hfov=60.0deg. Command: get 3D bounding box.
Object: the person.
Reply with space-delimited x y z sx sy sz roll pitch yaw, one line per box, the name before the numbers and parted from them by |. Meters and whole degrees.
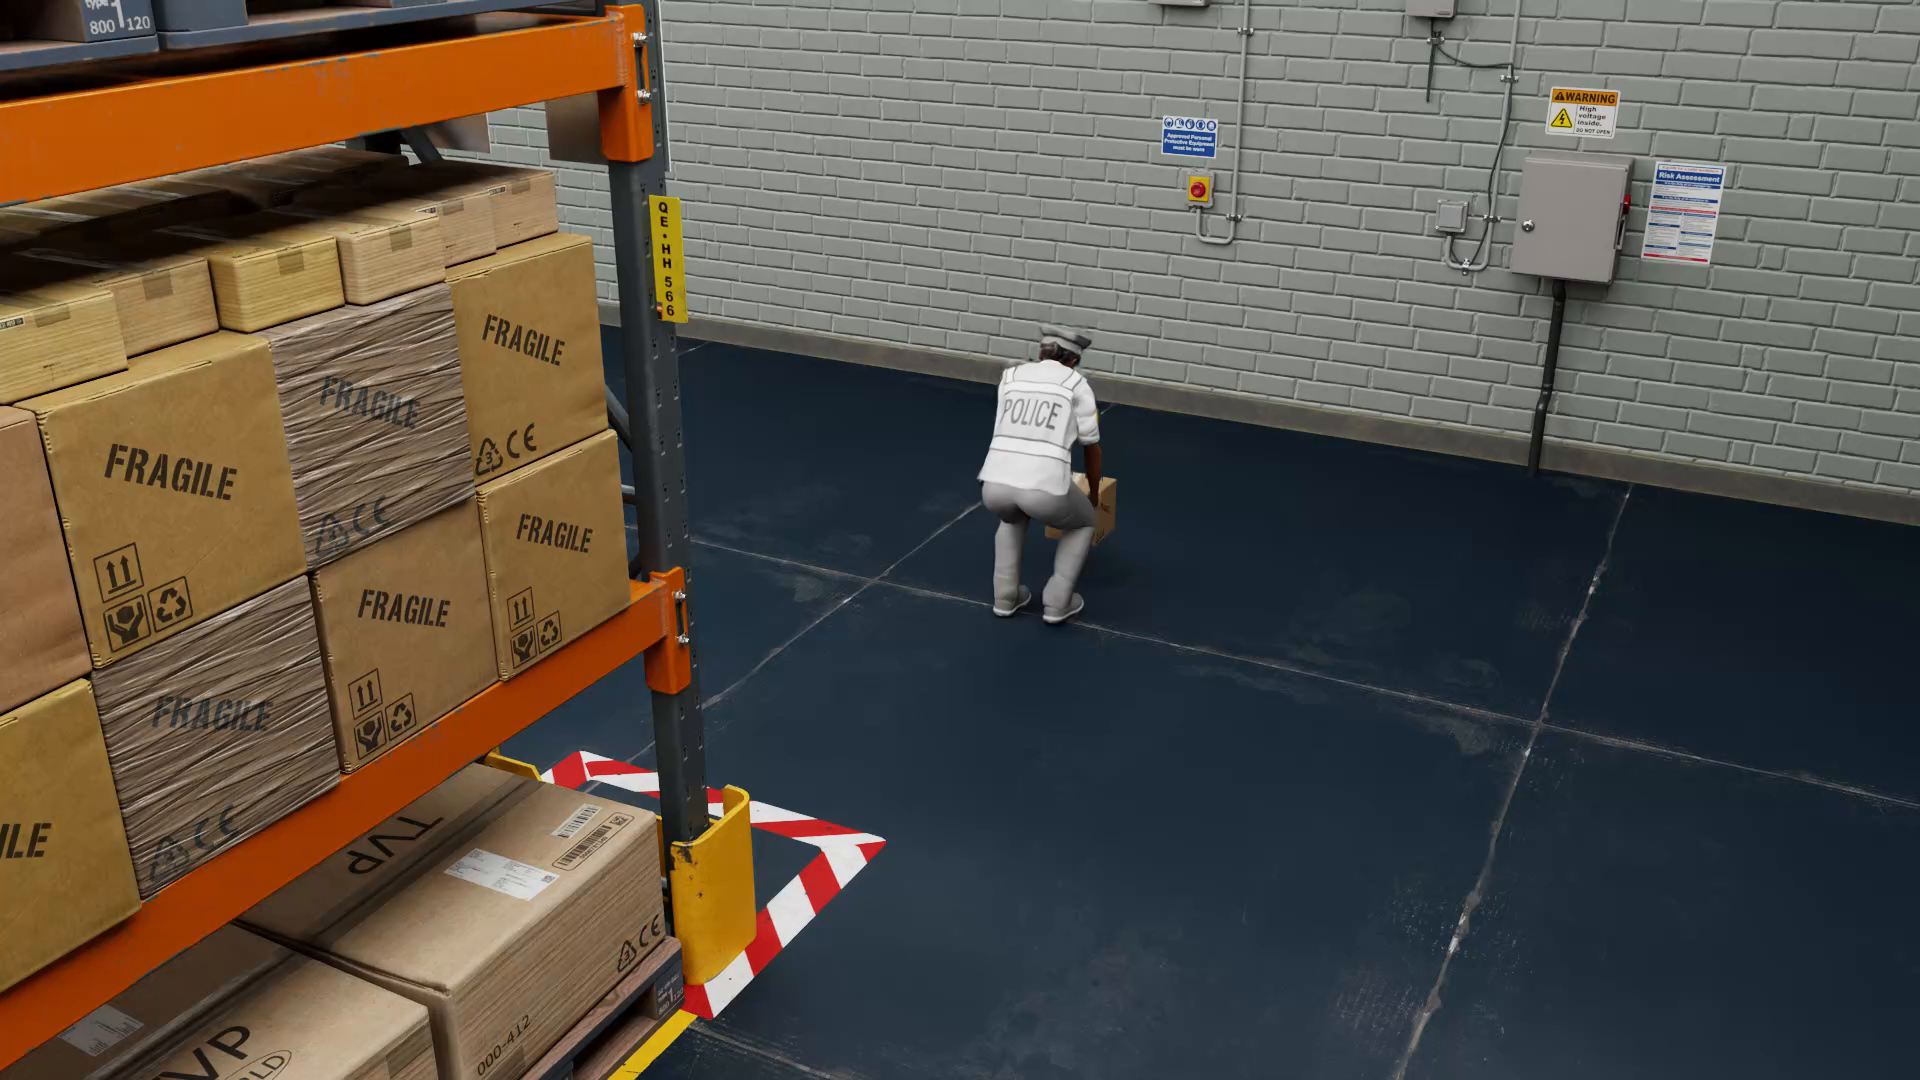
person | 0.344 -0.285 7.311 0.496 1.249 0.777 11 25 25
